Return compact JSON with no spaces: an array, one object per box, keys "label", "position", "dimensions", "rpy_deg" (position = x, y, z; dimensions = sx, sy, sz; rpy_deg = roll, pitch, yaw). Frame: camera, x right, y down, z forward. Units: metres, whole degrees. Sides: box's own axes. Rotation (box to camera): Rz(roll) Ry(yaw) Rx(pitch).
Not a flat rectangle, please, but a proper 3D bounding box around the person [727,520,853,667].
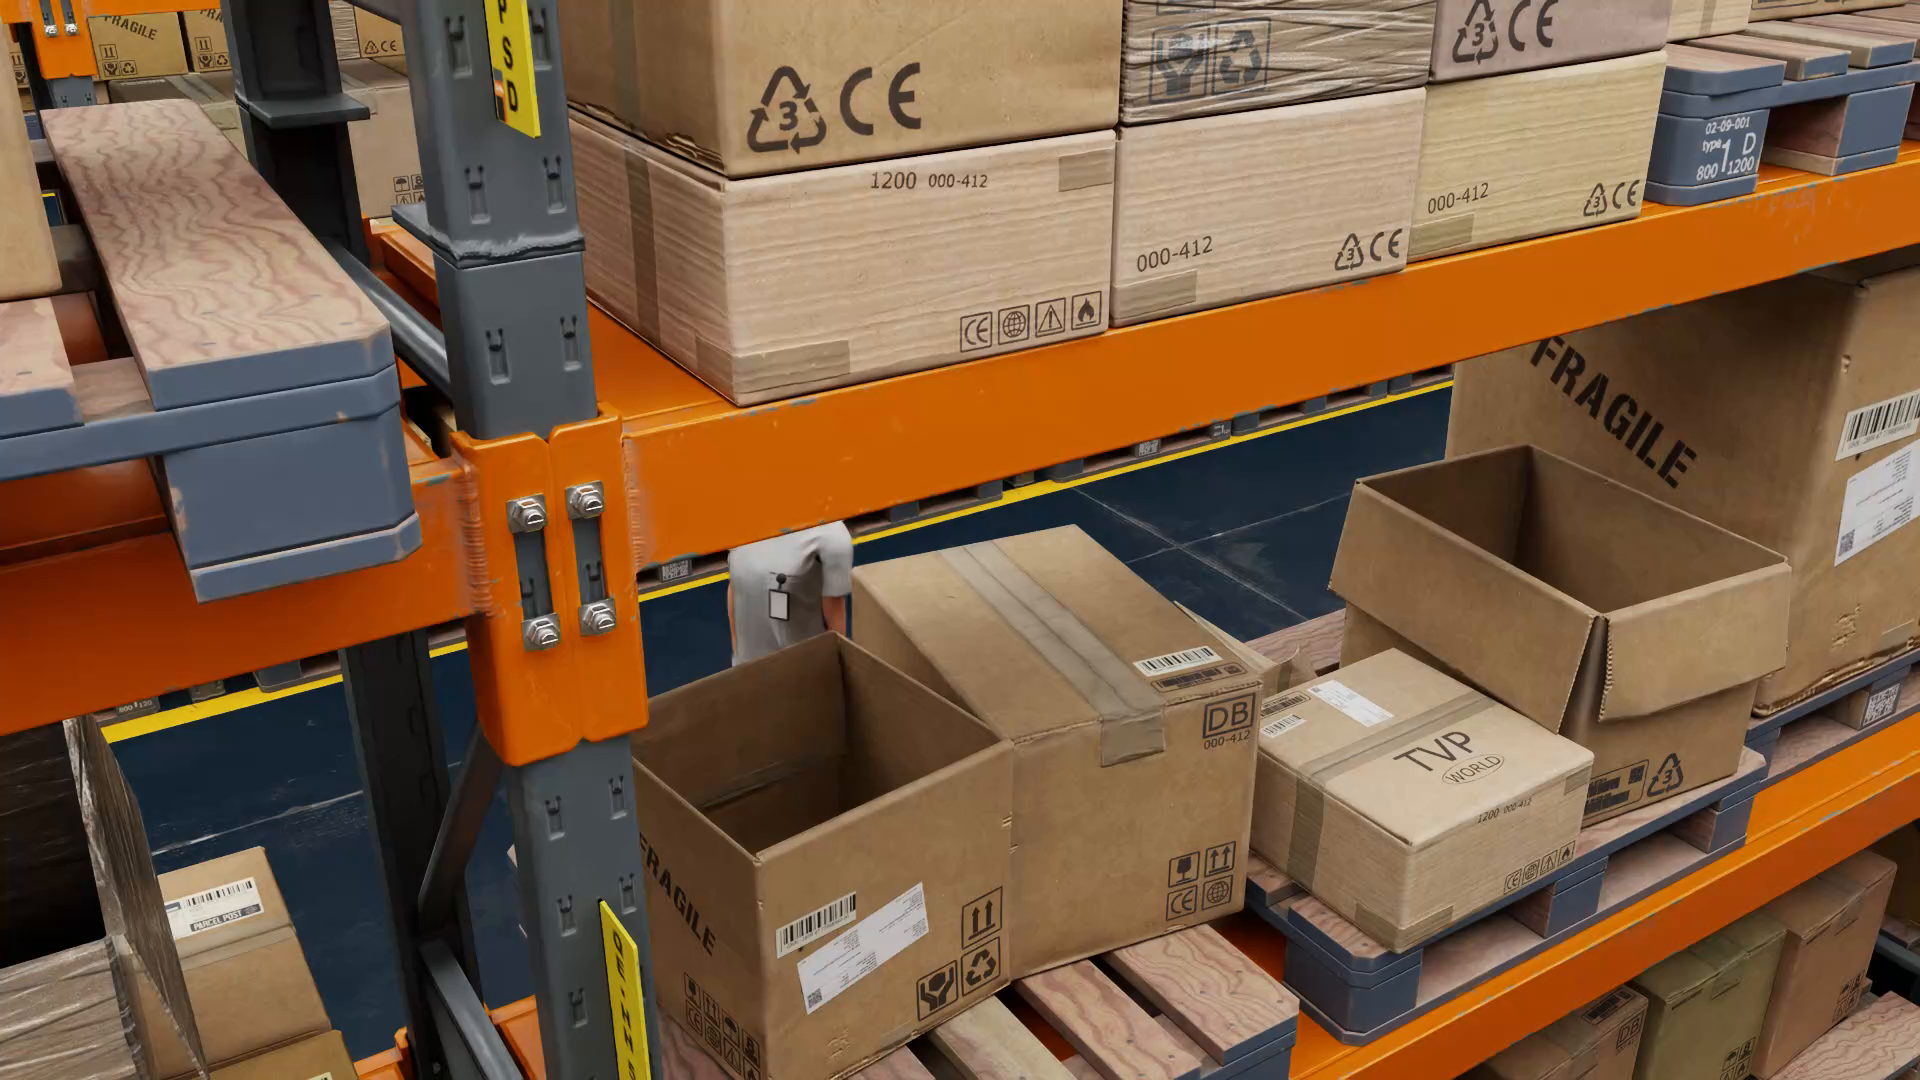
[{"label":"person","position":[-0.534,0.417,5.194],"dimensions":[0.452,1.660,0.501],"rpy_deg":[12,28,23]}]
